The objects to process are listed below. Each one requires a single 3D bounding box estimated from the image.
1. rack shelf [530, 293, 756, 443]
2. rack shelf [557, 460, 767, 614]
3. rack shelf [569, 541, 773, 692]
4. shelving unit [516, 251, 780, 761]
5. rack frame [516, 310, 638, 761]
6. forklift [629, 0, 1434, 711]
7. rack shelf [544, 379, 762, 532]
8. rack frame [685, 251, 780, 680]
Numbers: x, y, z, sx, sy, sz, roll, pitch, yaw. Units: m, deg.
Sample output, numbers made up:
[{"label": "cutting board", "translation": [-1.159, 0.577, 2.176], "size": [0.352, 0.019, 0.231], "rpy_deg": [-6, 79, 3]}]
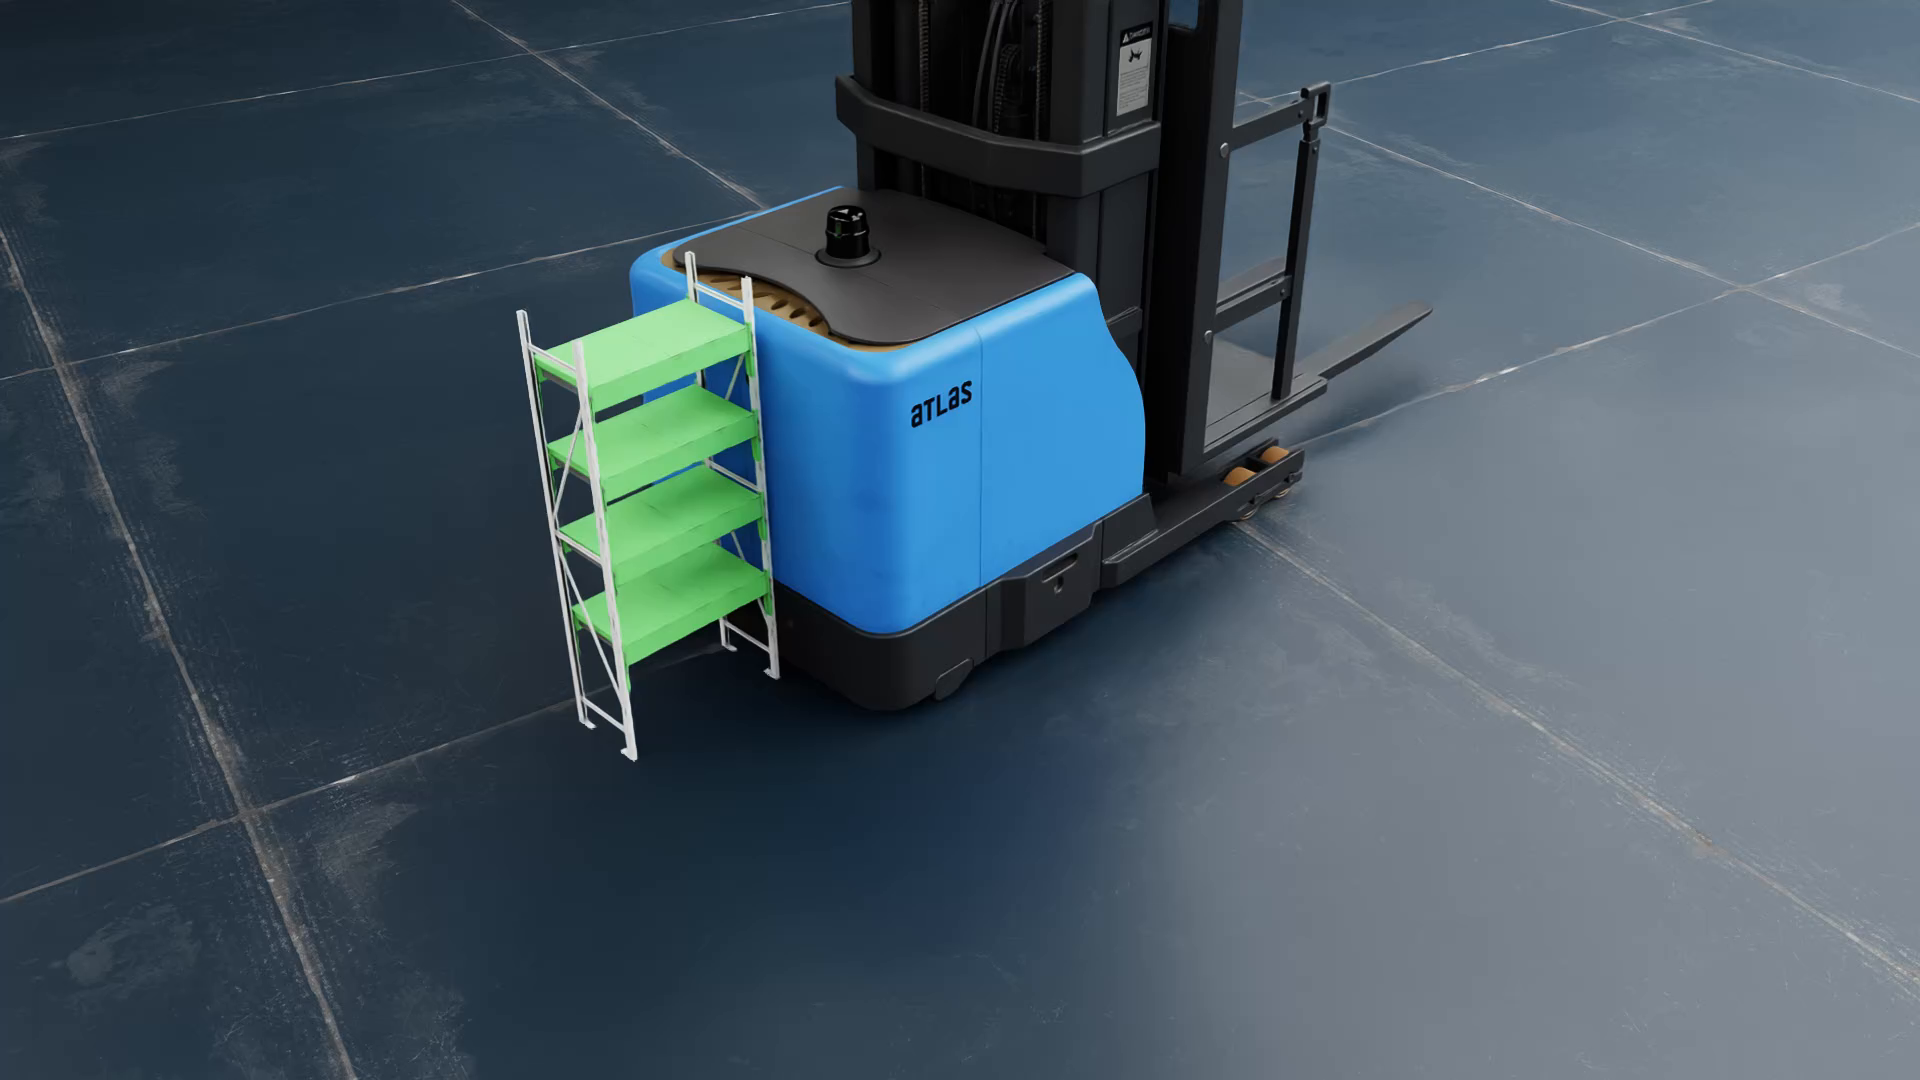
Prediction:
[{"label": "rack shelf", "translation": [-0.763, -0.423, 4.016], "size": [0.258, 0.148, 0.480], "rpy_deg": [27, 41, 36]}, {"label": "rack shelf", "translation": [-0.763, -0.017, 4.272], "size": [0.258, 0.148, 0.480], "rpy_deg": [27, 41, 36]}, {"label": "rack shelf", "translation": [-0.763, 0.186, 4.400], "size": [0.258, 0.148, 0.480], "rpy_deg": [27, 41, 36]}, {"label": "shelving unit", "translation": [-0.763, -0.071, 4.238], "size": [0.258, 1.200, 0.503], "rpy_deg": [27, 41, 36]}, {"label": "rack frame", "translation": [-0.933, 0.023, 4.090], "size": [0.240, 1.200, 0.015], "rpy_deg": [27, 41, 36]}, {"label": "forklift", "translation": [0.484, -1.476, 4.843], "size": [1.130, 2.935, 3.031], "rpy_deg": [27, 41, 36]}, {"label": "rack shelf", "translation": [-0.763, -0.220, 4.144], "size": [0.258, 0.148, 0.480], "rpy_deg": [27, 41, 36]}, {"label": "rack frame", "translation": [-0.593, -0.164, 4.386], "size": [0.240, 1.200, 0.015], "rpy_deg": [27, 41, 36]}]
